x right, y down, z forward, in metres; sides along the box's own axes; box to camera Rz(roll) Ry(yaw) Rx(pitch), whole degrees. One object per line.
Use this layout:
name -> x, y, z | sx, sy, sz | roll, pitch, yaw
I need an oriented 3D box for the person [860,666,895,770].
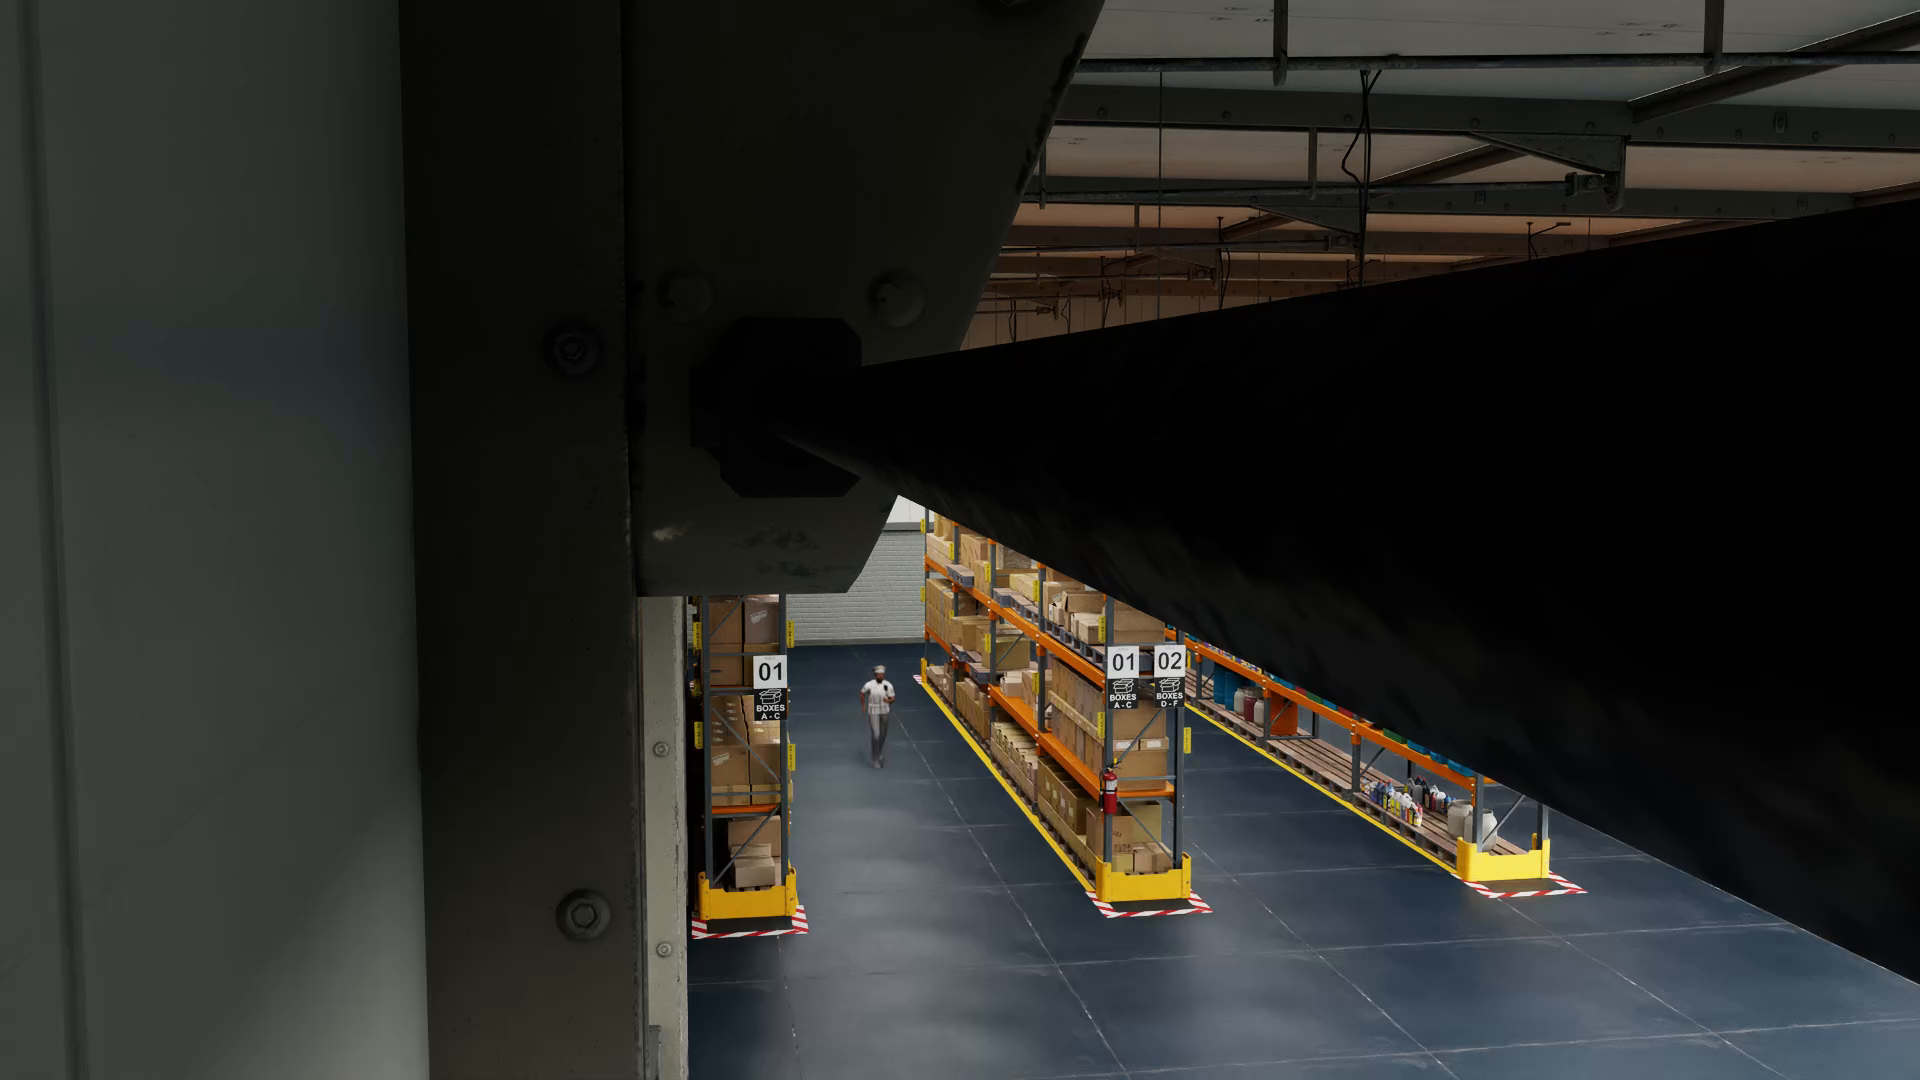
person -> -1.388, 2.998, 28.329 | 0.545, 1.759, 0.767 | -2, 5, -18
